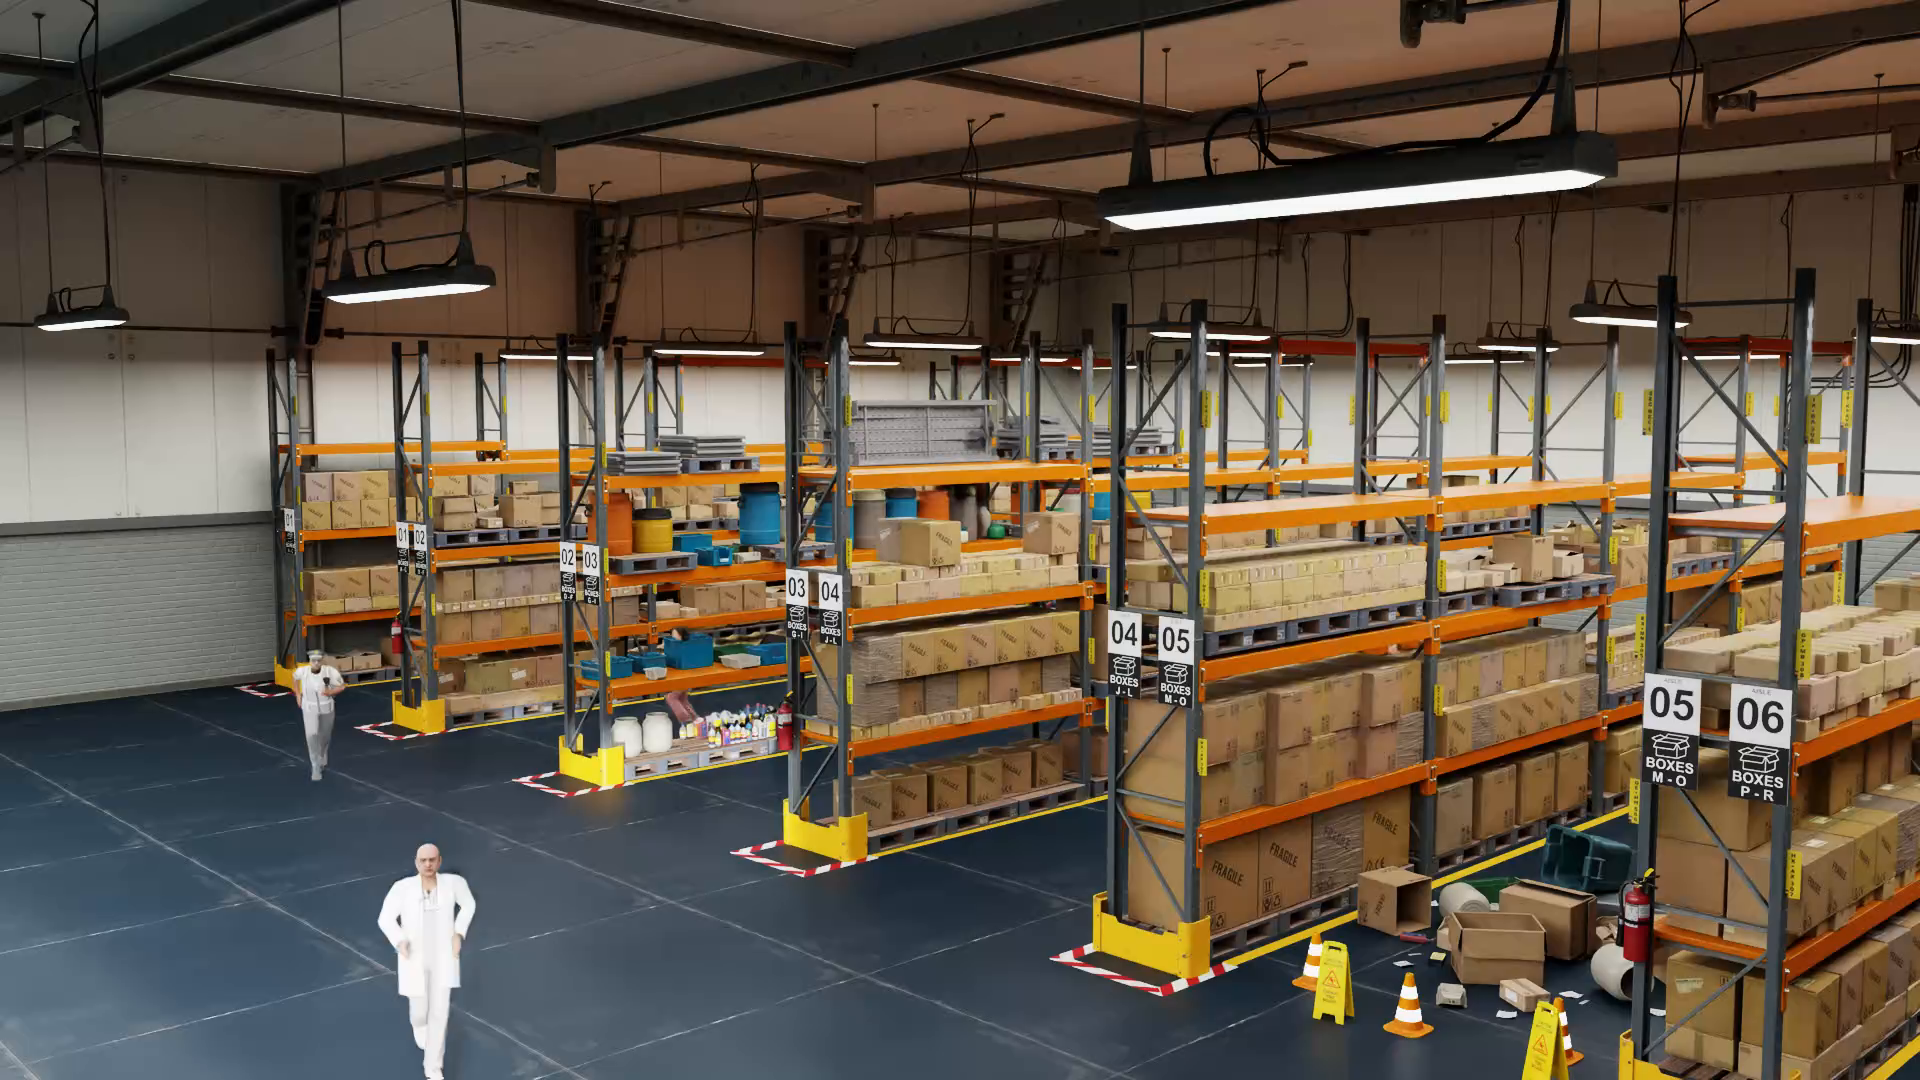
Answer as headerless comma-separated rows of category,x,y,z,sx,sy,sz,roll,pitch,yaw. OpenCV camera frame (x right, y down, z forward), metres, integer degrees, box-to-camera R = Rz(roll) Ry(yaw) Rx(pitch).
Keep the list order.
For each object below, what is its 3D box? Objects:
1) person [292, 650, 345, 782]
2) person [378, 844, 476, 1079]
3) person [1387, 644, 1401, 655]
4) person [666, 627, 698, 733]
person,-8.760,2.348,22.737,0.658,1.801,0.990,-2,5,-24
person,-4.045,3.180,12.681,0.720,1.750,0.921,-2,5,-21
person,6.145,2.276,23.632,0.552,1.716,0.751,4,6,39
person,-4.270,2.138,25.374,0.730,1.643,0.545,-4,7,-41
